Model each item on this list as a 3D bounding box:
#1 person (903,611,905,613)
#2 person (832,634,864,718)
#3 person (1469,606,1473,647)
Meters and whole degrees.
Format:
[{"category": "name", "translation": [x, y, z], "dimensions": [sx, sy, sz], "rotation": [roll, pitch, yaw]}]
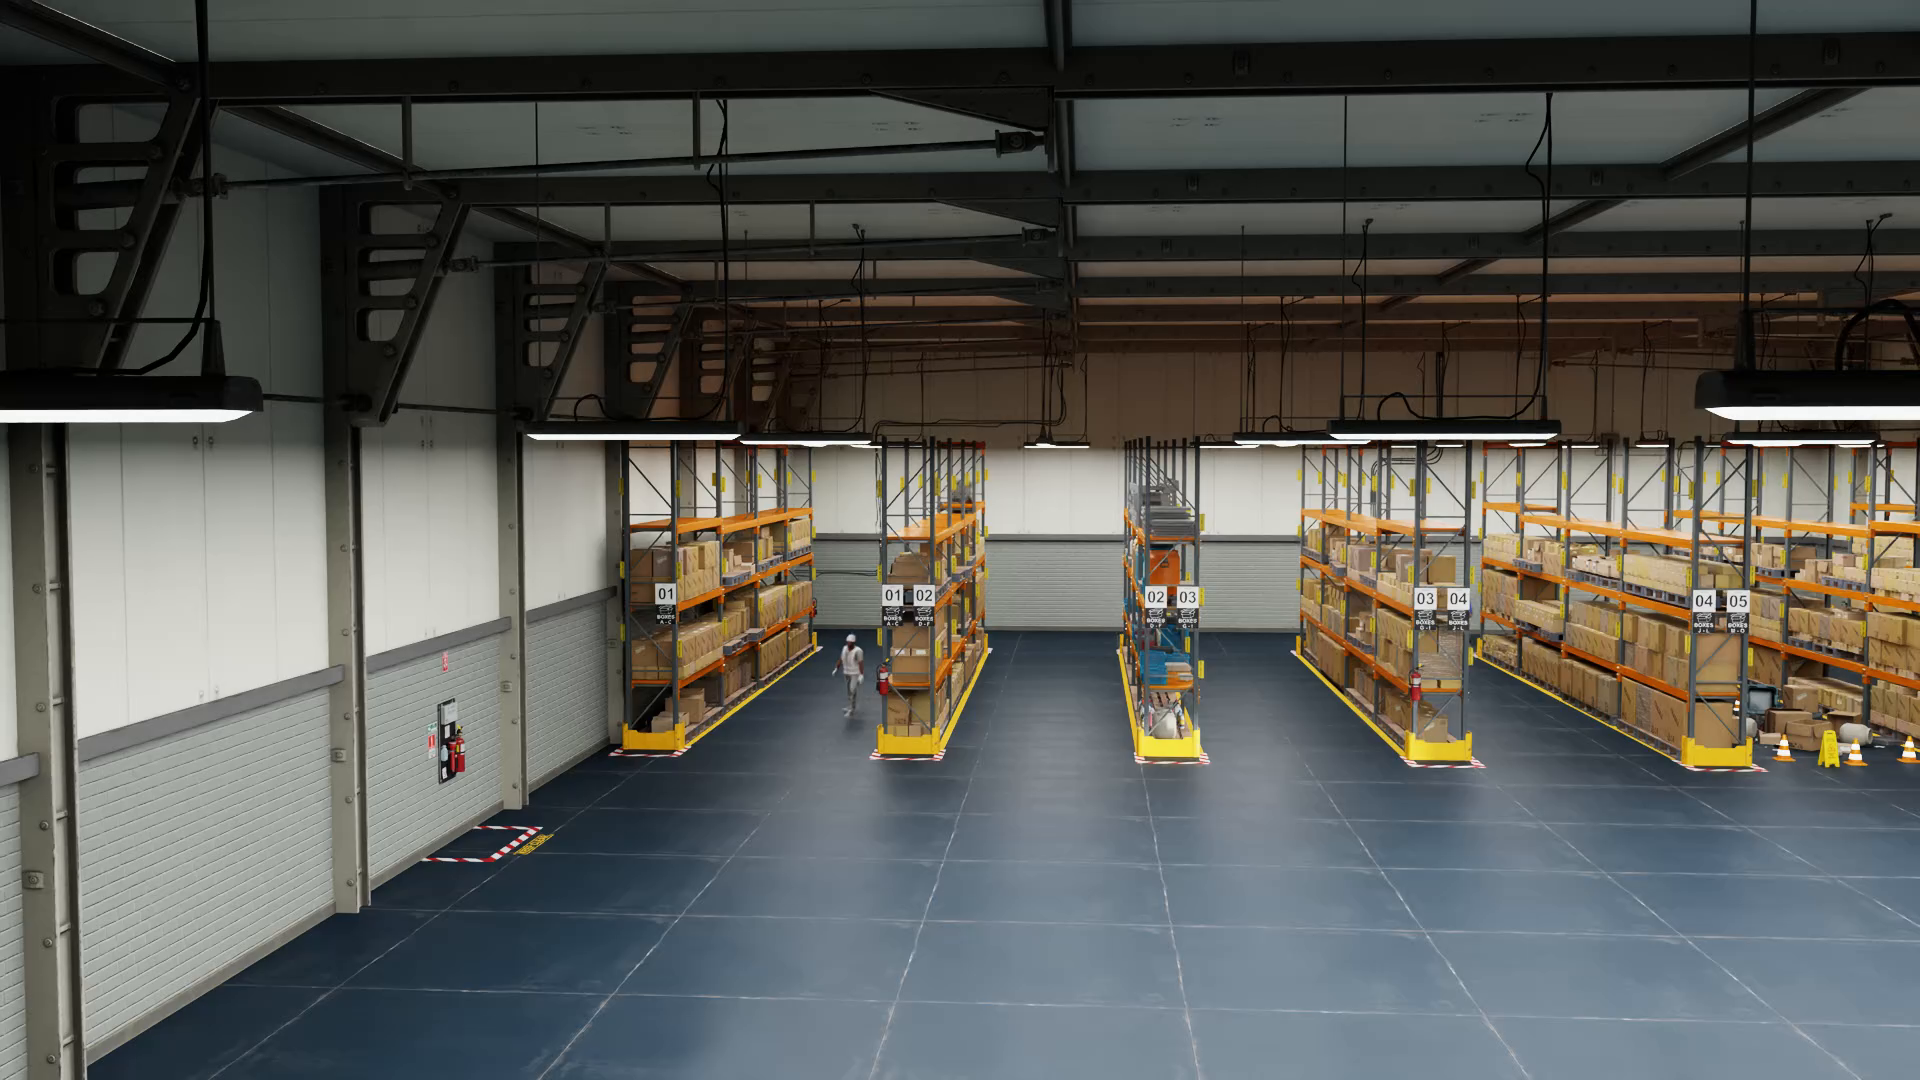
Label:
[{"category": "person", "translation": [-1.527, 2.546, 45.086], "dimensions": [0.627, 1.535, 0.823], "rotation": [-1, 3, -18]}, {"category": "person", "translation": [-2.401, 2.920, 36.081], "dimensions": [0.761, 1.771, 0.771], "rotation": [2, 4, 38]}, {"category": "person", "translation": [14.380, 2.392, 47.430], "dimensions": [0.843, 1.657, 0.617], "rotation": [-2, 4, -34]}]
